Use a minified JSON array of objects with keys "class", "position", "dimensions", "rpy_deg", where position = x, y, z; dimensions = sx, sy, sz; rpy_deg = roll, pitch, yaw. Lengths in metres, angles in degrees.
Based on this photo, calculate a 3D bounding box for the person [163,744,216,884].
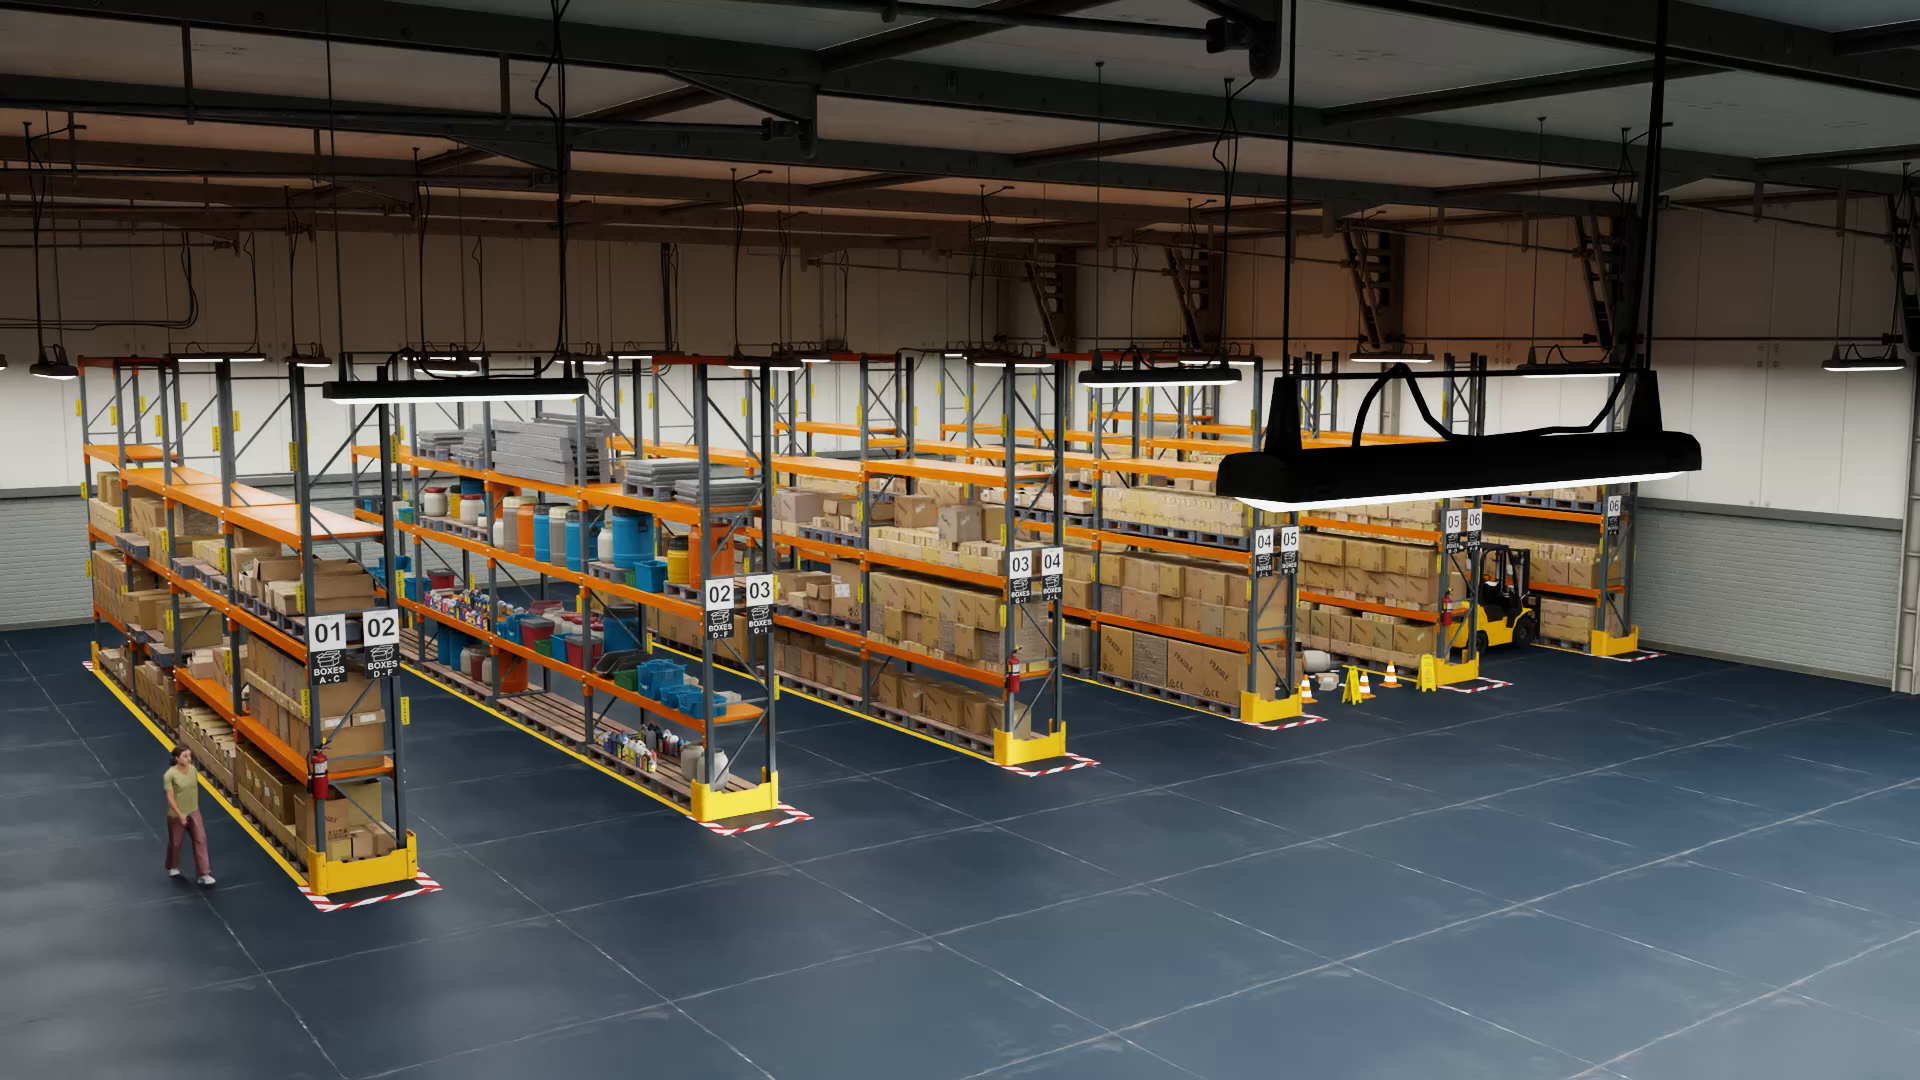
[{"class":"person","position":[-8.995,3.173,19.358],"dimensions":[1.009,1.606,0.451],"rpy_deg":[5,9,38]}]
